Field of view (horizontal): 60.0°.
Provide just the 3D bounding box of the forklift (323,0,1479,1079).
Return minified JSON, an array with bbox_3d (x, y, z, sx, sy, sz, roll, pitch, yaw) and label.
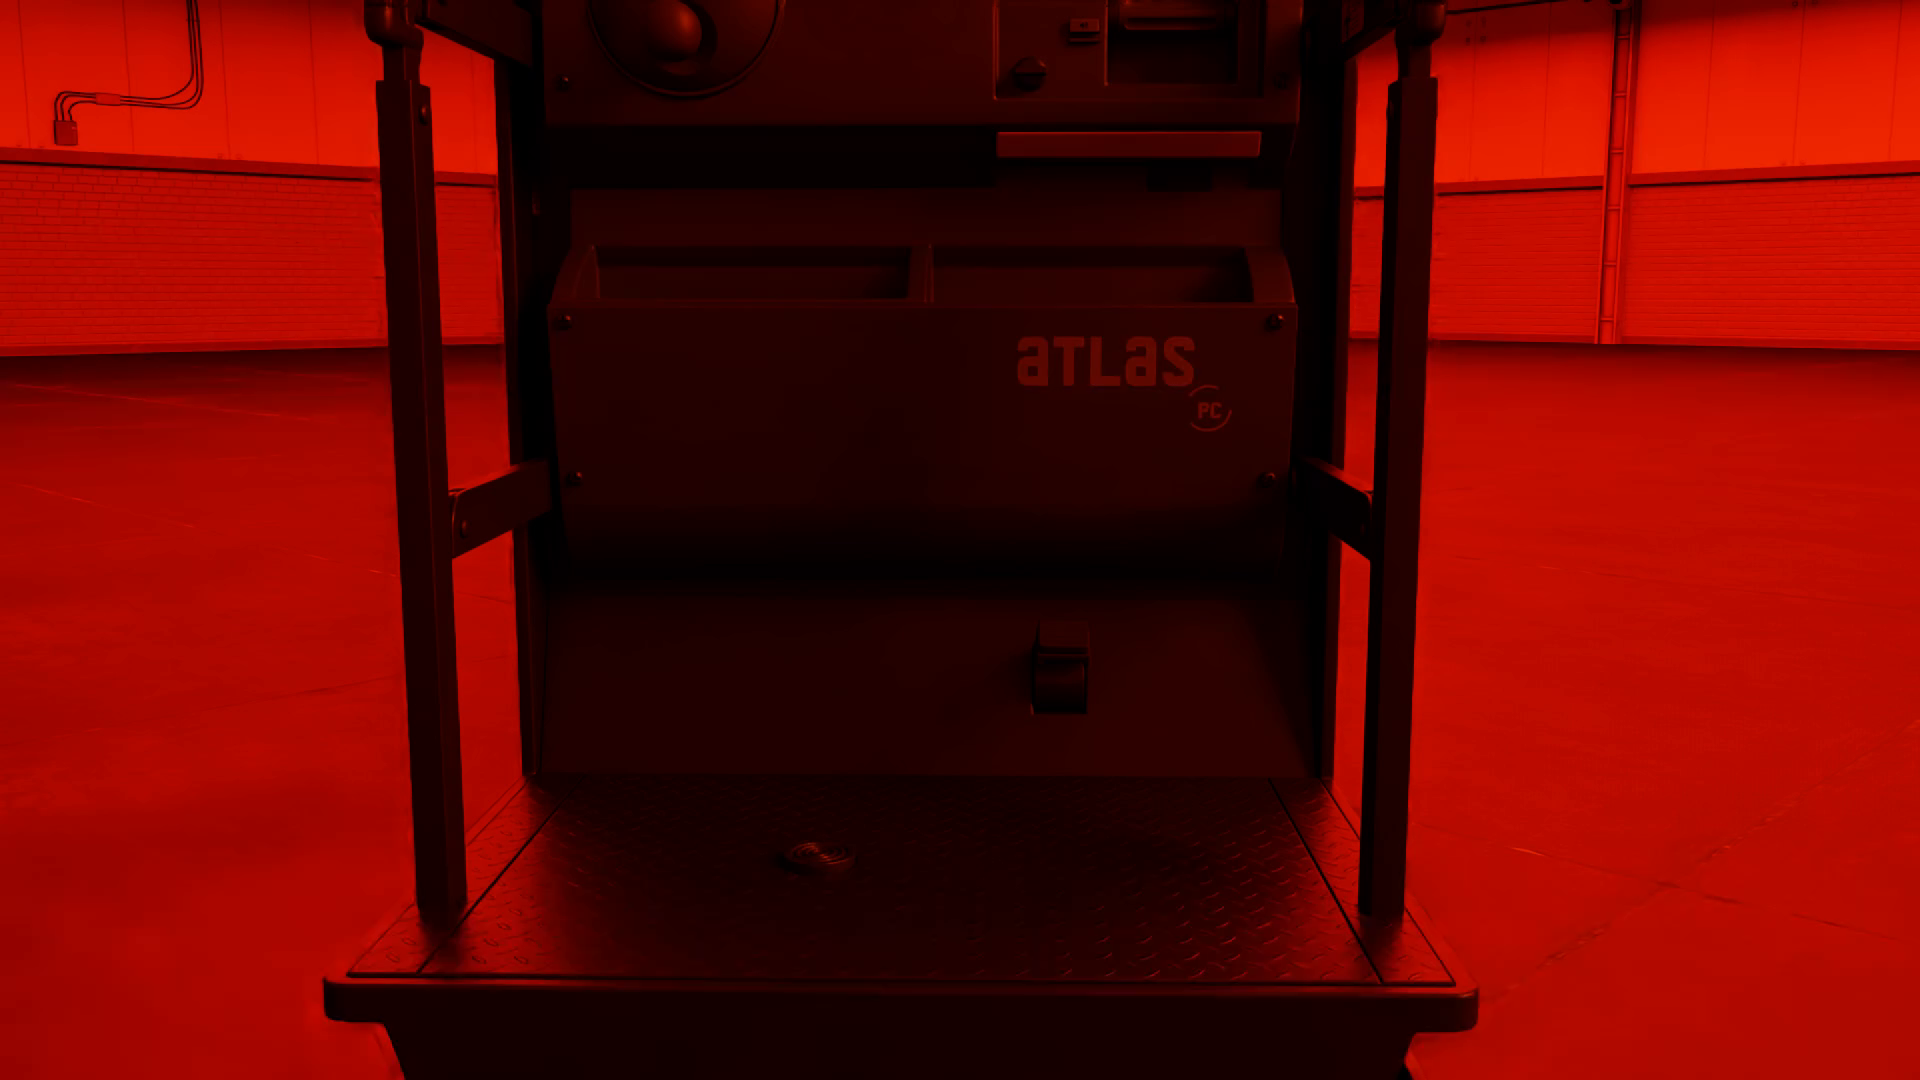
[{"bbox_3d":[-0.049,-0.749,1.848,1.130,2.935,3.031,0,9,1],"label":"forklift"}]
